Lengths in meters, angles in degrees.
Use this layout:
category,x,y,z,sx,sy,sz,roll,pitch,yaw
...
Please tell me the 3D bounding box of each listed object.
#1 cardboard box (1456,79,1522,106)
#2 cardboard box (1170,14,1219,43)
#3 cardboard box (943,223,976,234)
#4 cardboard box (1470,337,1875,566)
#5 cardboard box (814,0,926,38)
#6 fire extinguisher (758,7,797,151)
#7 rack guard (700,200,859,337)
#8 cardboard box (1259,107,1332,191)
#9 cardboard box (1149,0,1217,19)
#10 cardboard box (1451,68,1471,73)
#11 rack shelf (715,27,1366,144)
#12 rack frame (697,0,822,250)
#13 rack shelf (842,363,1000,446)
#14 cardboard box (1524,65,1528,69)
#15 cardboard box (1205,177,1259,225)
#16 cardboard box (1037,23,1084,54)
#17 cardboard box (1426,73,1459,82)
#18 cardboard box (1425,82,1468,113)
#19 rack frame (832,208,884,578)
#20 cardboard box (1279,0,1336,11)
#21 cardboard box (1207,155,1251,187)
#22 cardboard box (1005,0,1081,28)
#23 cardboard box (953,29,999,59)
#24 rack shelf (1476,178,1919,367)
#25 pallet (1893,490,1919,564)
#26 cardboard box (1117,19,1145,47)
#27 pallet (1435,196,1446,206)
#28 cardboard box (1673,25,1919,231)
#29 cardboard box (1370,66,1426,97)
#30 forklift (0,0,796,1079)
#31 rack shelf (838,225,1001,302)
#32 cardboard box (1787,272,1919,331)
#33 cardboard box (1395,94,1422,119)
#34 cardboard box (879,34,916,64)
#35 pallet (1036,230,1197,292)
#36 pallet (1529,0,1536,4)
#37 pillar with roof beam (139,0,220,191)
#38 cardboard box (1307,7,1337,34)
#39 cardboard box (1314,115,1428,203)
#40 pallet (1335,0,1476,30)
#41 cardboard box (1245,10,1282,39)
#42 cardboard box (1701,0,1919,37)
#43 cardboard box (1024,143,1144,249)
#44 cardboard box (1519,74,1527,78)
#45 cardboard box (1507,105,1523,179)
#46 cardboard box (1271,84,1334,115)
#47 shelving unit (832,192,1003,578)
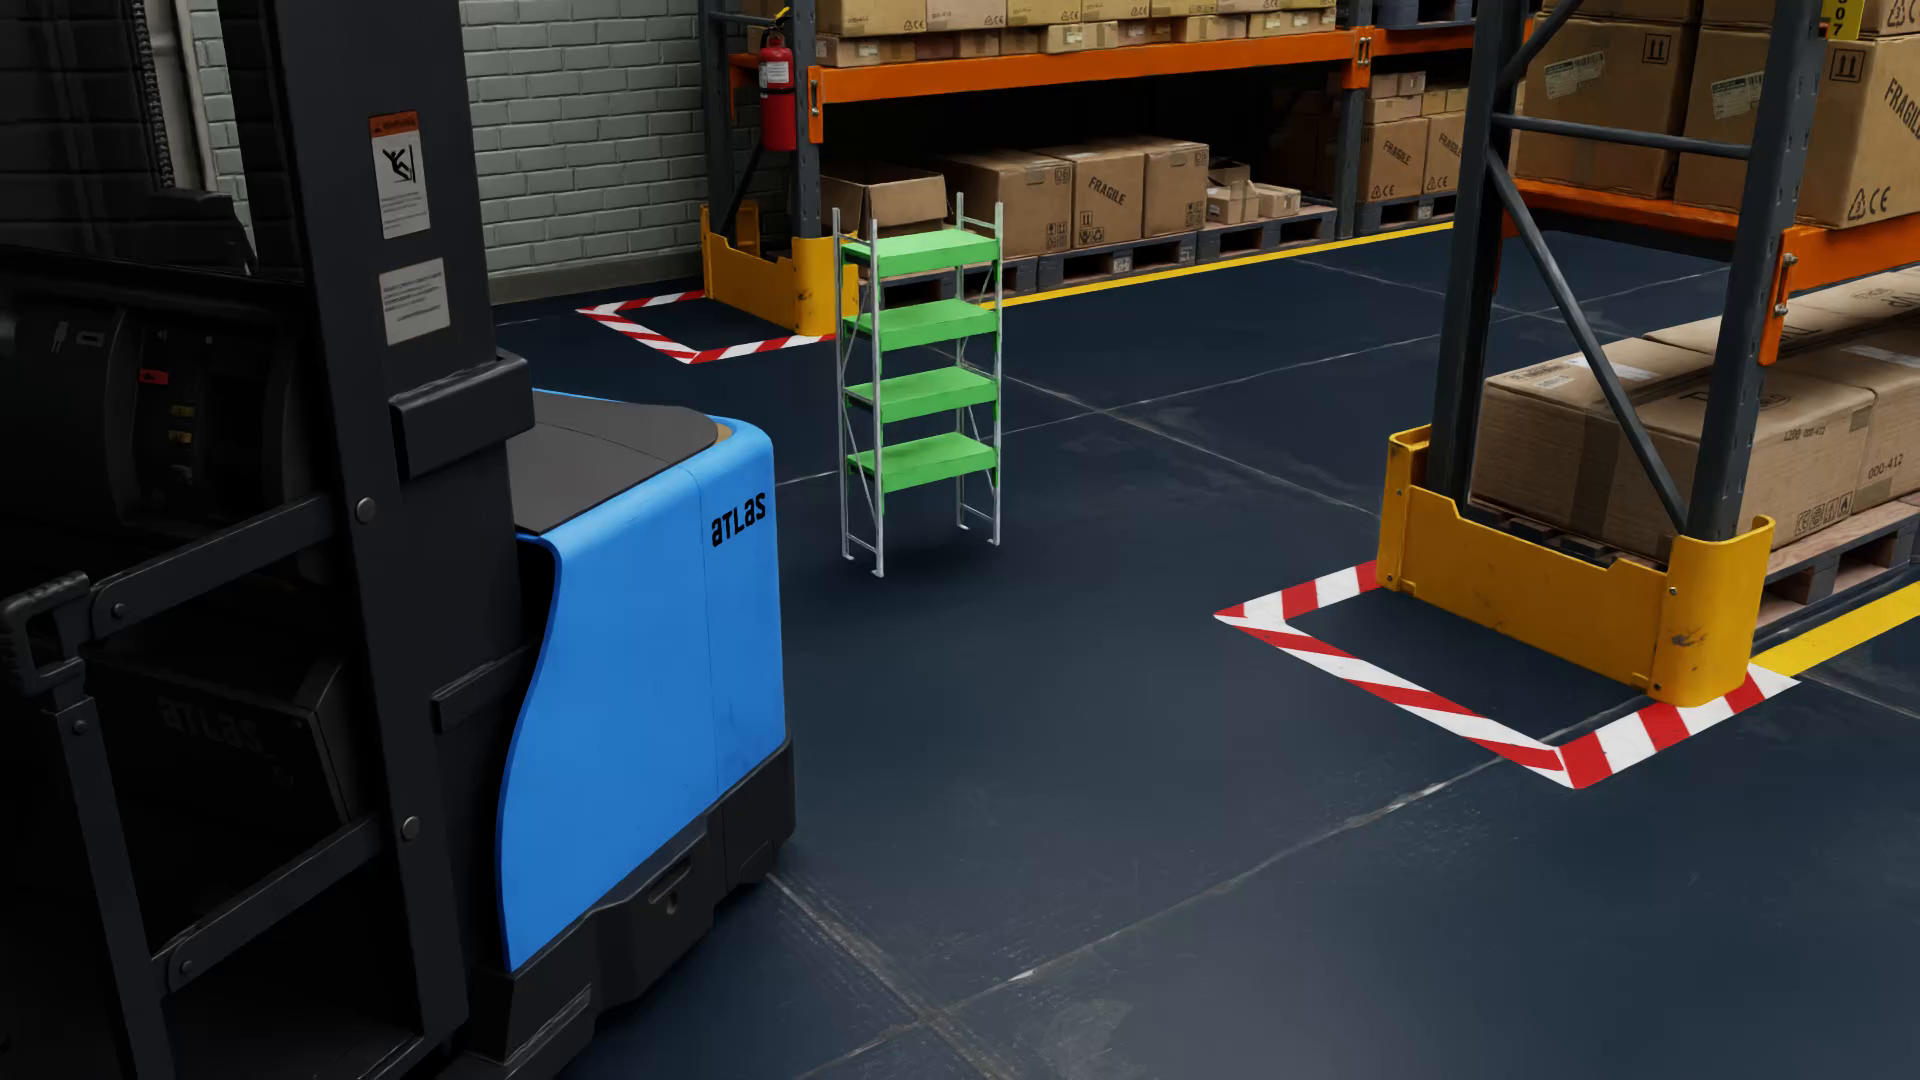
category,x,y,z,sx,sy,sz,roll,pitch,yaw
cardboard box,3.676,-3.119,11.596,0.250,0.149,0.380,-14,26,-31
cardboard box,1.280,-2.984,9.666,0.250,0.149,0.380,-15,26,-34
cardboard box,-0.121,-1.674,9.324,0.250,0.149,0.380,-16,27,-35
cardboard box,2.339,-0.304,5.502,0.875,0.438,0.875,-16,27,-35
cardboard box,-0.515,-2.704,8.427,0.500,0.250,0.500,-15,26,-33
fire extinguisher,-0.890,-2.239,8.067,0.183,0.674,0.296,-15,26,-33
rack guard,-0.979,-1.474,8.916,0.348,0.500,1.175,-15,26,-33
cardboard box,2.432,-2.714,11.456,0.500,0.500,0.500,-15,26,-33
cardboard box,1.125,-3.153,9.551,0.500,0.250,0.500,-15,26,-33
cardboard box,3.829,-3.371,12.227,0.250,0.149,0.380,-15,26,-33
rack shelf,0.583,-2.718,9.630,4.000,0.370,1.077,-15,26,-33
rack frame,-1.041,-2.619,8.412,0.127,3.000,1.000,-15,26,-33
rack shelf,-0.134,-0.462,5.608,0.480,0.148,0.258,-15,26,-33
cardboard box,4.187,-3.508,12.572,0.250,0.149,0.380,-16,27,-35
cardboard box,1.636,-2.124,10.293,0.258,0.266,0.396,-14,26,-31
cardboard box,0.461,-2.755,9.091,0.250,0.149,0.380,-16,27,-34
cardboard box,3.362,-3.279,11.998,0.250,0.149,0.380,-14,26,-32
cardboard box,3.249,-3.023,11.356,0.250,0.149,0.380,-15,26,-34
rack frame,-0.332,-0.469,5.452,0.015,1.200,0.240,-15,26,-33
cardboard box,1.935,-3.369,10.094,0.500,0.250,0.500,-14,26,-32
cardboard box,1.532,-2.359,10.822,0.500,0.311,0.500,-14,26,-31
cardboard box,0.304,-2.924,8.979,0.500,0.250,0.500,-16,26,-34
cardboard box,0.000,-2.663,8.862,0.250,0.149,0.380,-14,26,-31
rack shelf,3.485,-1.225,5.890,4.000,0.370,1.077,-15,26,-33
pallet,3.454,-0.290,6.339,1.213,0.211,1.003,-15,26,-33
cardboard box,0.832,-2.894,9.441,0.250,0.149,0.380,-15,26,-33
pallet,3.836,-2.642,12.234,1.213,0.211,1.003,-15,26,-33
cardboard box,2.419,-1.190,4.697,0.500,0.500,0.500,-15,26,-33
cardboard box,2.836,-3.026,10.963,0.250,0.149,0.380,-16,27,-35
forklift,-1.481,-0.204,2.454,1.130,2.935,3.031,10,24,23
rack shelf,-0.134,-0.908,5.430,0.480,0.148,0.258,-15,26,-33
cardboard box,3.810,-0.700,6.493,0.875,0.438,0.875,-16,27,-34
cardboard box,2.832,-2.901,11.049,0.250,0.149,0.380,-16,27,-34
cardboard box,-0.434,-2.560,8.603,0.250,0.149,0.380,-14,26,-32
pallet,0.657,-1.775,10.061,1.213,0.211,1.003,-15,26,-33
pallet,4.944,-4.093,12.366,1.003,0.211,1.213,-15,26,-33
pillar with roof beam,-1.242,-3.798,3.271,0.400,9.000,9.100,-15,26,-33
cardboard box,2.095,-3.223,10.265,0.250,0.149,0.380,-15,26,-32
cardboard box,2.730,-2.556,11.060,0.500,0.500,0.500,-14,25,-31
pallet,2.919,-3.536,10.968,1.213,0.211,1.003,-15,26,-33
cardboard box,1.699,-3.096,9.948,0.250,0.149,0.380,-14,26,-31
cardboard box,2.417,-1.655,4.513,0.500,0.500,0.500,-16,27,-34
cardboard box,0.715,-2.014,9.703,0.500,0.500,0.500,-14,26,-32
cardboard box,4.108,-3.224,11.860,0.250,0.149,0.380,-16,27,-35
cardboard box,3.565,-2.781,11.623,0.500,0.500,0.500,-16,27,-34
cardboard box,2.337,-2.986,11.264,0.250,0.149,0.380,-16,27,-35
shelving unit,-0.134,-0.521,5.584,0.503,1.200,0.258,-15,26,-33
